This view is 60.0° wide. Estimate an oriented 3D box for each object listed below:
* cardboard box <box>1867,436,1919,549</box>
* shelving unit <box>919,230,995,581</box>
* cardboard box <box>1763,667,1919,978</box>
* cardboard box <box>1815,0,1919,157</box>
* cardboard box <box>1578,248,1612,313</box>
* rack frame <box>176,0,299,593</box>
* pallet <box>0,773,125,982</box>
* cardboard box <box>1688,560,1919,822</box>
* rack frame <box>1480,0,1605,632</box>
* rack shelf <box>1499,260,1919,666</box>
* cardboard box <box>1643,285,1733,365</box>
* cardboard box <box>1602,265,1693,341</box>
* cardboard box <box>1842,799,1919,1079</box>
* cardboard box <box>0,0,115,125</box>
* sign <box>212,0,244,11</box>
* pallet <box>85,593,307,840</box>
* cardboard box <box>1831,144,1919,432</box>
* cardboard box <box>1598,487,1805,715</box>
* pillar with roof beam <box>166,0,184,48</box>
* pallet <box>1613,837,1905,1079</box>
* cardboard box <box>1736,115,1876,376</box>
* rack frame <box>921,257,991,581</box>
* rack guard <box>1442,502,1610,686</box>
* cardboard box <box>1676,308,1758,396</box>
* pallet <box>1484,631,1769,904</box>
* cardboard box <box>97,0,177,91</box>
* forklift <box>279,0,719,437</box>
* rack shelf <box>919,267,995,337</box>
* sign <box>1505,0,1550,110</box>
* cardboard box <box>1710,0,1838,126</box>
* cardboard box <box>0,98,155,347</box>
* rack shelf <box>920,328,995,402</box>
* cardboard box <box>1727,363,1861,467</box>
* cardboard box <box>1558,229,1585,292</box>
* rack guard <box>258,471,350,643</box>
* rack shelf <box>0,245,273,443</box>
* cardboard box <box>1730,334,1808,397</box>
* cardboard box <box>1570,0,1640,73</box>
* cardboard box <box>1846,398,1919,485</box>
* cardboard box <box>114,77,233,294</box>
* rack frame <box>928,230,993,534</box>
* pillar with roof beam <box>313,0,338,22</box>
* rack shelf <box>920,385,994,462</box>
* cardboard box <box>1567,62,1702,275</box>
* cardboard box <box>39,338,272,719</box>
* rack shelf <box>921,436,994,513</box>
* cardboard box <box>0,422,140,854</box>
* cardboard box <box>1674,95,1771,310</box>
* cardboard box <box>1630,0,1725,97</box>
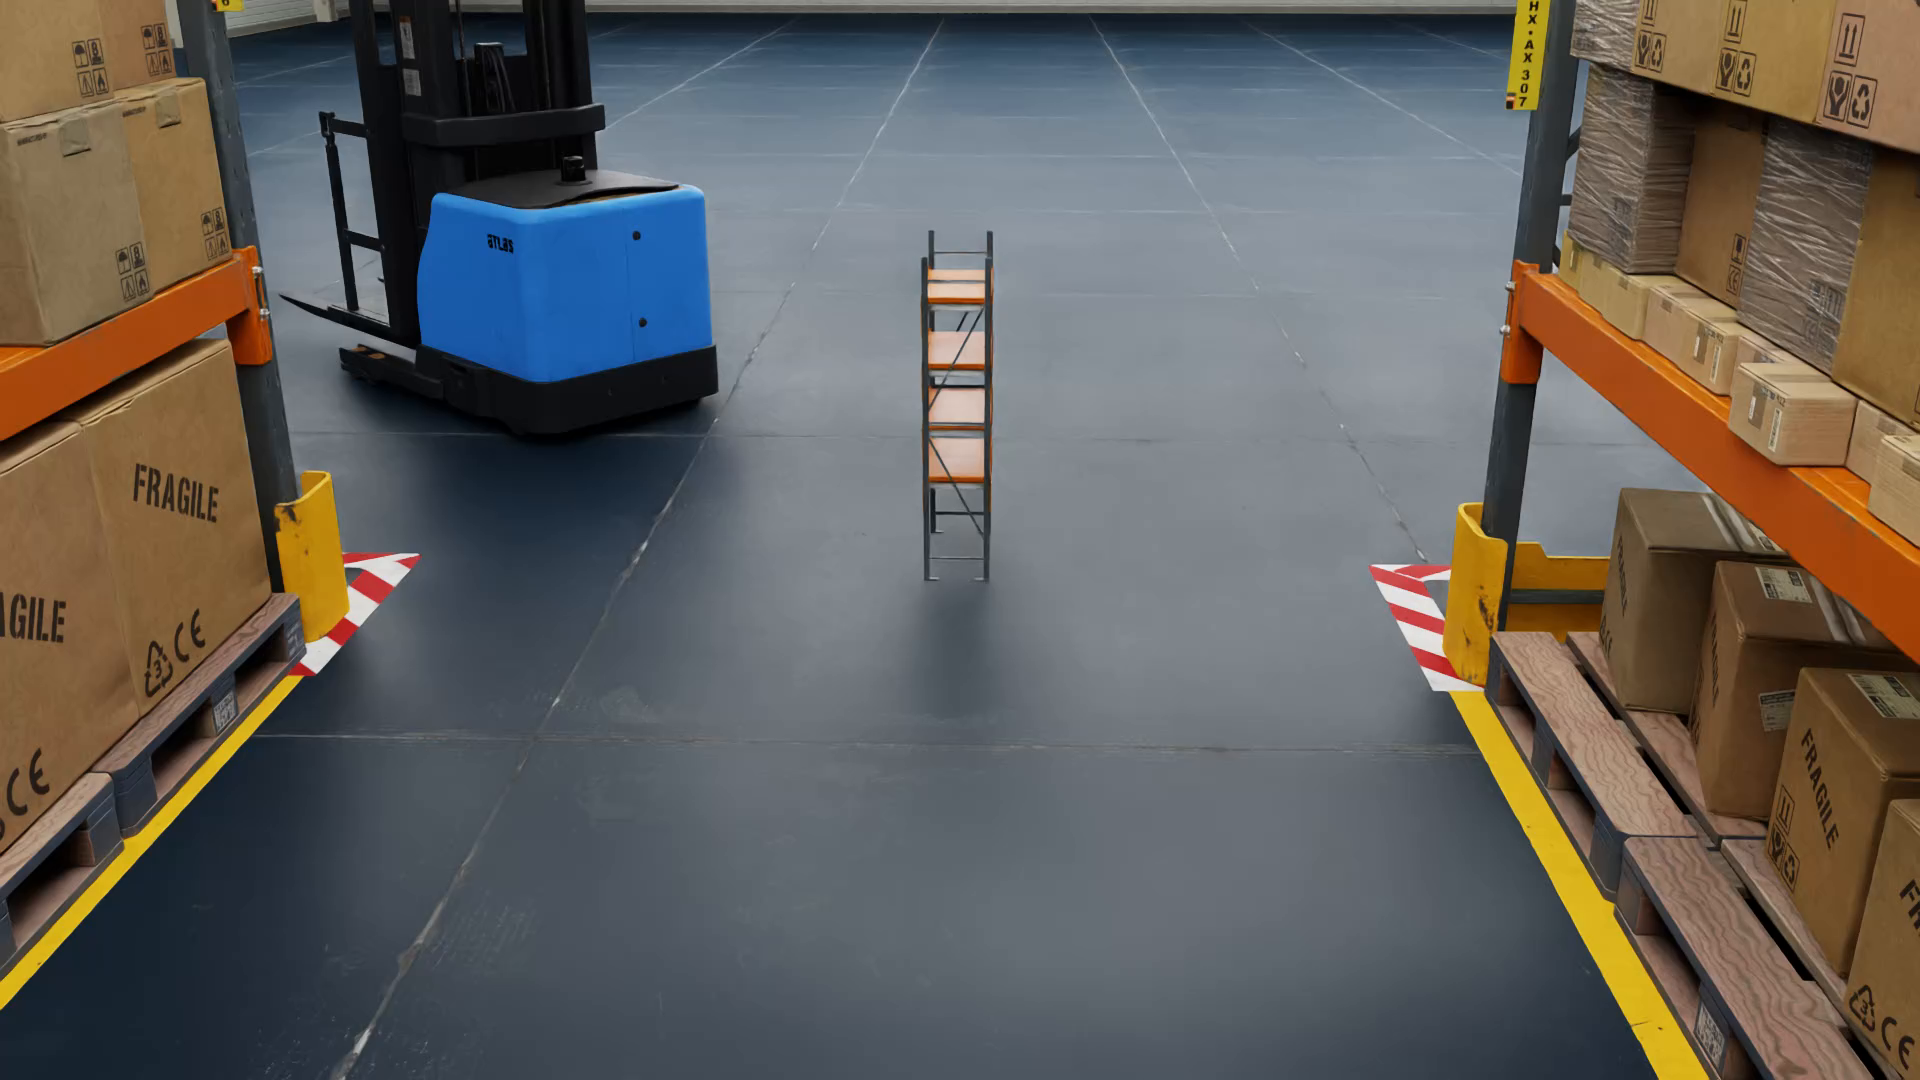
[{"bbox_3d":[1.856,-0.075,2.923,0.380,0.149,0.250,1,21,2],"label":"cardboard box"},{"bbox_3d":[-0.005,-0.500,6.158,0.258,1.200,0.503,1,21,2],"label":"shelving unit"},{"bbox_3d":[2.147,0.623,3.653,0.500,0.500,0.500,3,21,7],"label":"cardboard box"},{"bbox_3d":[1.870,-0.928,2.844,0.500,0.500,0.500,1,21,2],"label":"cardboard box"},{"bbox_3d":[1.931,-0.708,4.553,0.380,0.149,0.250,1,21,2],"label":"cardboard box"},{"bbox_3d":[-2.750,-1.106,5.234,1.000,3.000,0.127,1,21,2],"label":"rack frame"},{"bbox_3d":[-2.736,0.924,3.857,1.003,0.211,1.213,1,21,2],"label":"pallet"},{"bbox_3d":[2.185,0.396,4.236,0.500,0.500,0.500,6,22,16],"label":"cardboard box"},{"bbox_3d":[2.205,-1.015,4.999,1.000,3.000,0.127,1,21,2],"label":"rack frame"},{"bbox_3d":[2.144,0.043,3.265,1.077,0.370,4.000,1,21,2],"label":"rack shelf"},{"bbox_3d":[1.922,-0.527,4.087,0.380,0.149,0.250,1,21,2],"label":"cardboard box"},{"bbox_3d":[1.908,-0.617,4.321,0.380,0.149,0.250,1,21,2],"label":"cardboard box"},{"bbox_3d":[2.085,0.824,3.134,0.500,0.500,0.500,-1,21,-3],"label":"cardboard box"},{"bbox_3d":[-2.724,-1.346,4.151,0.875,0.550,0.550,1,21,2],"label":"cardboard box"},{"bbox_3d":[-2.208,-1.746,4.953,0.100,0.325,0.005,1,21,2],"label":"sign"},{"bbox_3d":[-2.696,0.484,4.991,1.003,0.211,1.213,1,21,2],"label":"pallet"},{"bbox_3d":[2.180,-0.459,3.016,0.875,0.500,0.500,1,21,2],"label":"cardboard box"},{"bbox_3d":[2.169,0.180,4.794,0.500,0.500,0.500,5,22,12],"label":"cardboard box"},{"bbox_3d":[-8.551,-12.363,25.951,9.100,9.000,0.400,1,21,2],"label":"pillar with roof beam"},{"bbox_3d":[2.102,1.046,3.543,1.003,0.211,1.213,1,21,2],"label":"pallet"},{"bbox_3d":[2.207,-0.640,3.481,0.875,0.500,0.500,1,21,2],"label":"cardboard box"},{"bbox_3d":[-0.012,-0.411,5.930,0.240,1.200,0.015,1,21,2],"label":"rack frame"},{"bbox_3d":[2.202,0.178,5.380,1.175,0.500,0.348,1,21,2],"label":"rack guard"},{"bbox_3d":[1.907,-0.436,3.854,0.380,0.149,0.250,1,21,2],"label":"cardboard box"},{"bbox_3d":[2.142,0.606,4.676,1.003,0.211,1.213,1,21,2],"label":"pallet"},{"bbox_3d":[-2.800,-1.546,4.667,0.875,0.550,0.550,1,21,2],"label":"cardboard box"},{"bbox_3d":[-2.602,-2.282,8.359,3.031,2.935,1.130,19,28,41],"label":"forklift"},{"bbox_3d":[-0.005,-0.866,6.015,0.258,0.148,0.480,1,21,2],"label":"rack shelf"},{"bbox_3d":[1.662,-1.425,4.858,0.100,0.325,0.005,1,21,2],"label":"sign"},{"bbox_3d":[1.880,-1.109,3.310,0.500,0.500,0.500,1,21,2],"label":"cardboard box"},{"bbox_3d":[-2.711,-0.843,4.346,0.875,0.550,0.550,1,21,2],"label":"cardboard box"},{"bbox_3d":[-0.005,-0.645,6.101,0.258,0.148,0.480,1,21,2],"label":"rack shelf"},{"bbox_3d":[1.815,-0.256,3.390,0.380,0.149,0.250,1,21,2],"label":"cardboard box"},{"bbox_3d":[1.958,-0.798,4.786,0.380,0.149,0.250,1,21,2],"label":"cardboard box"},{"bbox_3d":[-2.749,0.050,5.708,1.175,0.500,0.348,1,21,2],"label":"rack guard"},{"bbox_3d":[-2.811,-0.048,3.500,1.077,0.370,4.000,1,21,2],"label":"rack shelf"},{"bbox_3d":[1.926,-0.346,3.621,0.380,0.149,0.250,1,21,2],"label":"cardboard box"},{"bbox_3d":[1.916,-1.471,4.241,0.500,0.500,0.500,1,21,2],"label":"cardboard box"},{"bbox_3d":[1.940,-0.165,3.154,0.380,0.149,0.250,1,21,2],"label":"cardboard box"},{"bbox_3d":[-2.716,-1.042,4.860,0.875,0.550,0.550,1,21,2],"label":"cardboard box"},{"bbox_3d":[0.002,-0.588,6.385,0.240,1.200,0.015,1,21,2],"label":"rack frame"},{"bbox_3d":[-8.369,-14.532,31.542,9.100,9.000,0.400,1,21,2],"label":"pillar with roof beam"},{"bbox_3d":[-0.005,-0.437,6.182,0.258,0.148,0.480,1,21,2],"label":"rack shelf"},{"bbox_3d":[2.161,-1.002,4.415,0.875,0.500,0.500,1,21,2],"label":"cardboard box"},{"bbox_3d":[-2.704,-0.066,4.908,0.875,0.875,0.875,1,21,2],"label":"cardboard box"},{"bbox_3d":[-0.005,-0.252,6.254,0.258,0.148,0.480,1,21,2],"label":"rack shelf"},{"bbox_3d":[-2.729,0.252,4.088,0.875,0.875,0.875,0,21,1],"label":"cardboard box"},{"bbox_3d":[2.265,-0.820,3.946,0.875,0.500,0.500,1,21,2],"label":"cardboard box"},{"bbox_3d":[1.893,-1.290,3.776,0.500,0.500,0.500,1,21,2],"label":"cardboard box"}]
